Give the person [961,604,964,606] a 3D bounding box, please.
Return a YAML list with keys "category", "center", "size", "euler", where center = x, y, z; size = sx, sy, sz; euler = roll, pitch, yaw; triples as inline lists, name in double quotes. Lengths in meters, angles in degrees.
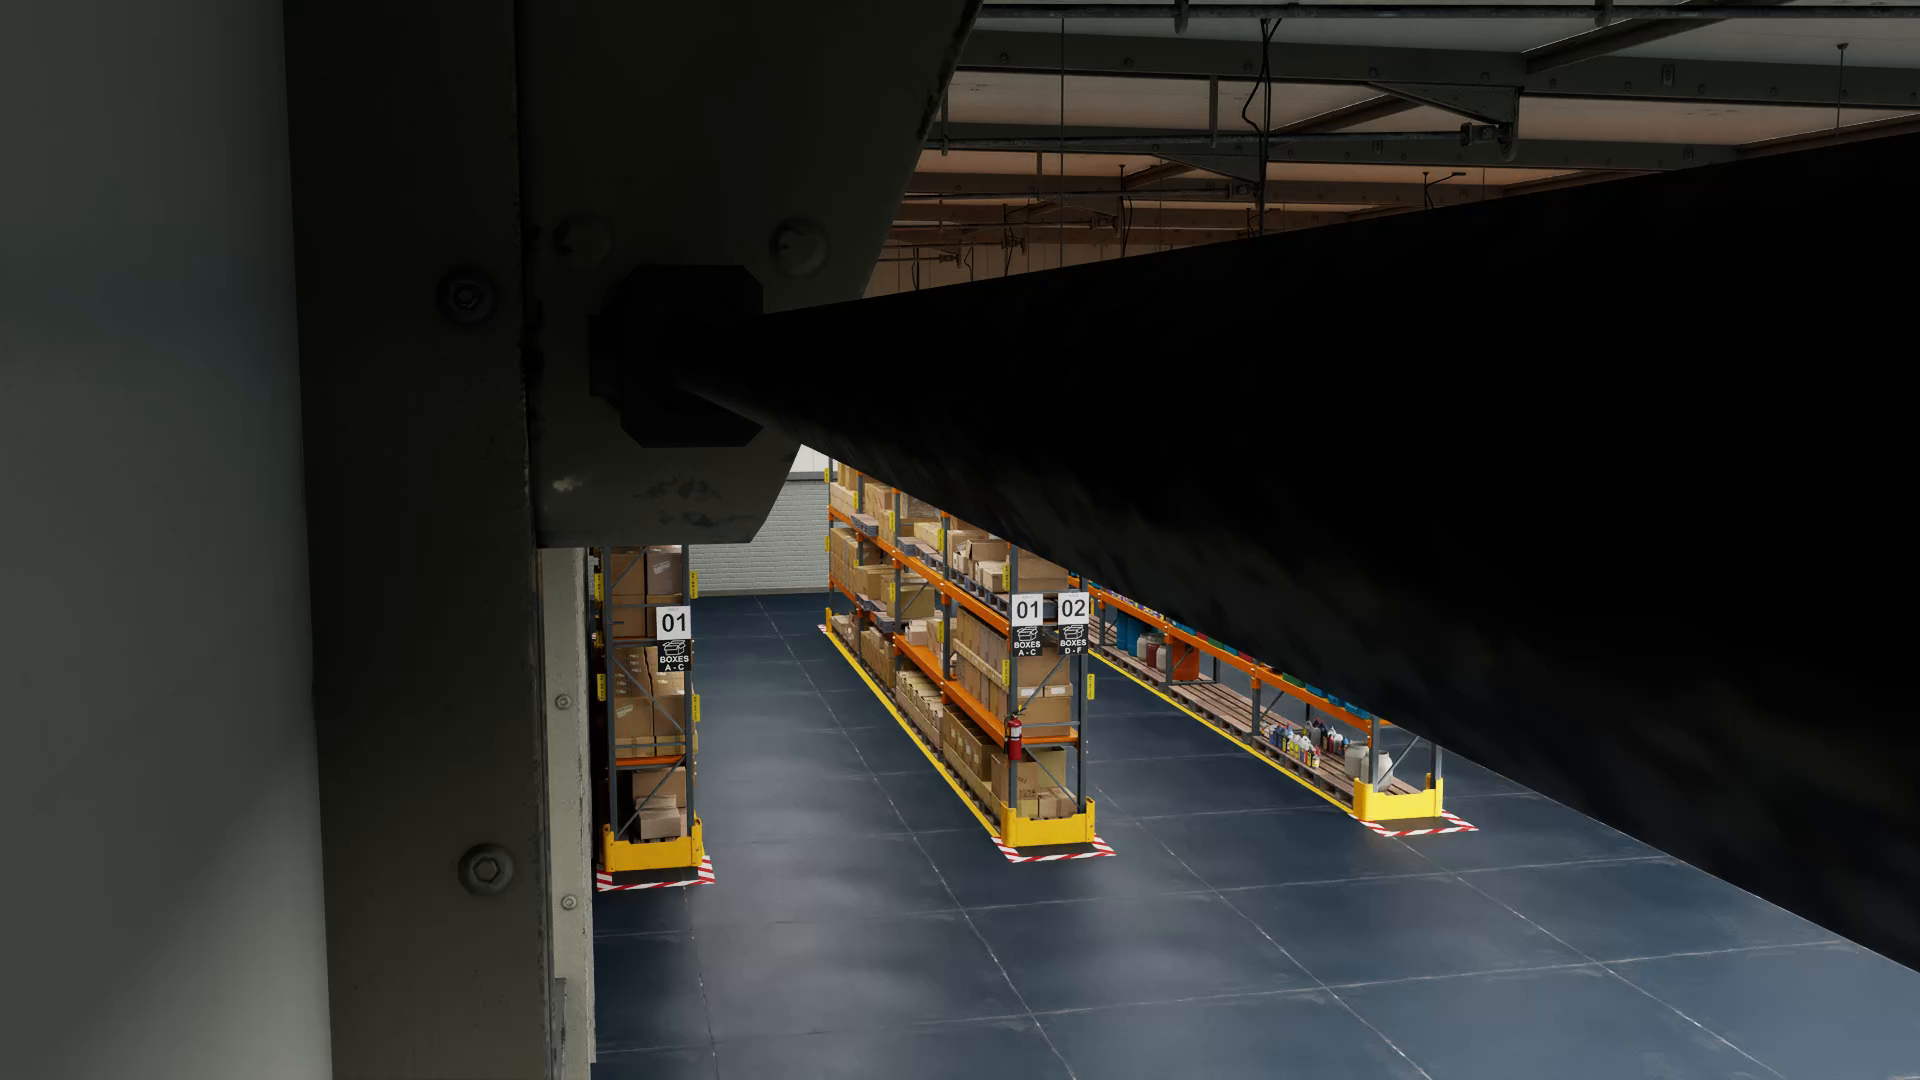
- category: "person"
  center: [0.397, 1.416, 34.113]
  size: [0.668, 1.809, 0.829]
  euler: [-3, 7, -25]
